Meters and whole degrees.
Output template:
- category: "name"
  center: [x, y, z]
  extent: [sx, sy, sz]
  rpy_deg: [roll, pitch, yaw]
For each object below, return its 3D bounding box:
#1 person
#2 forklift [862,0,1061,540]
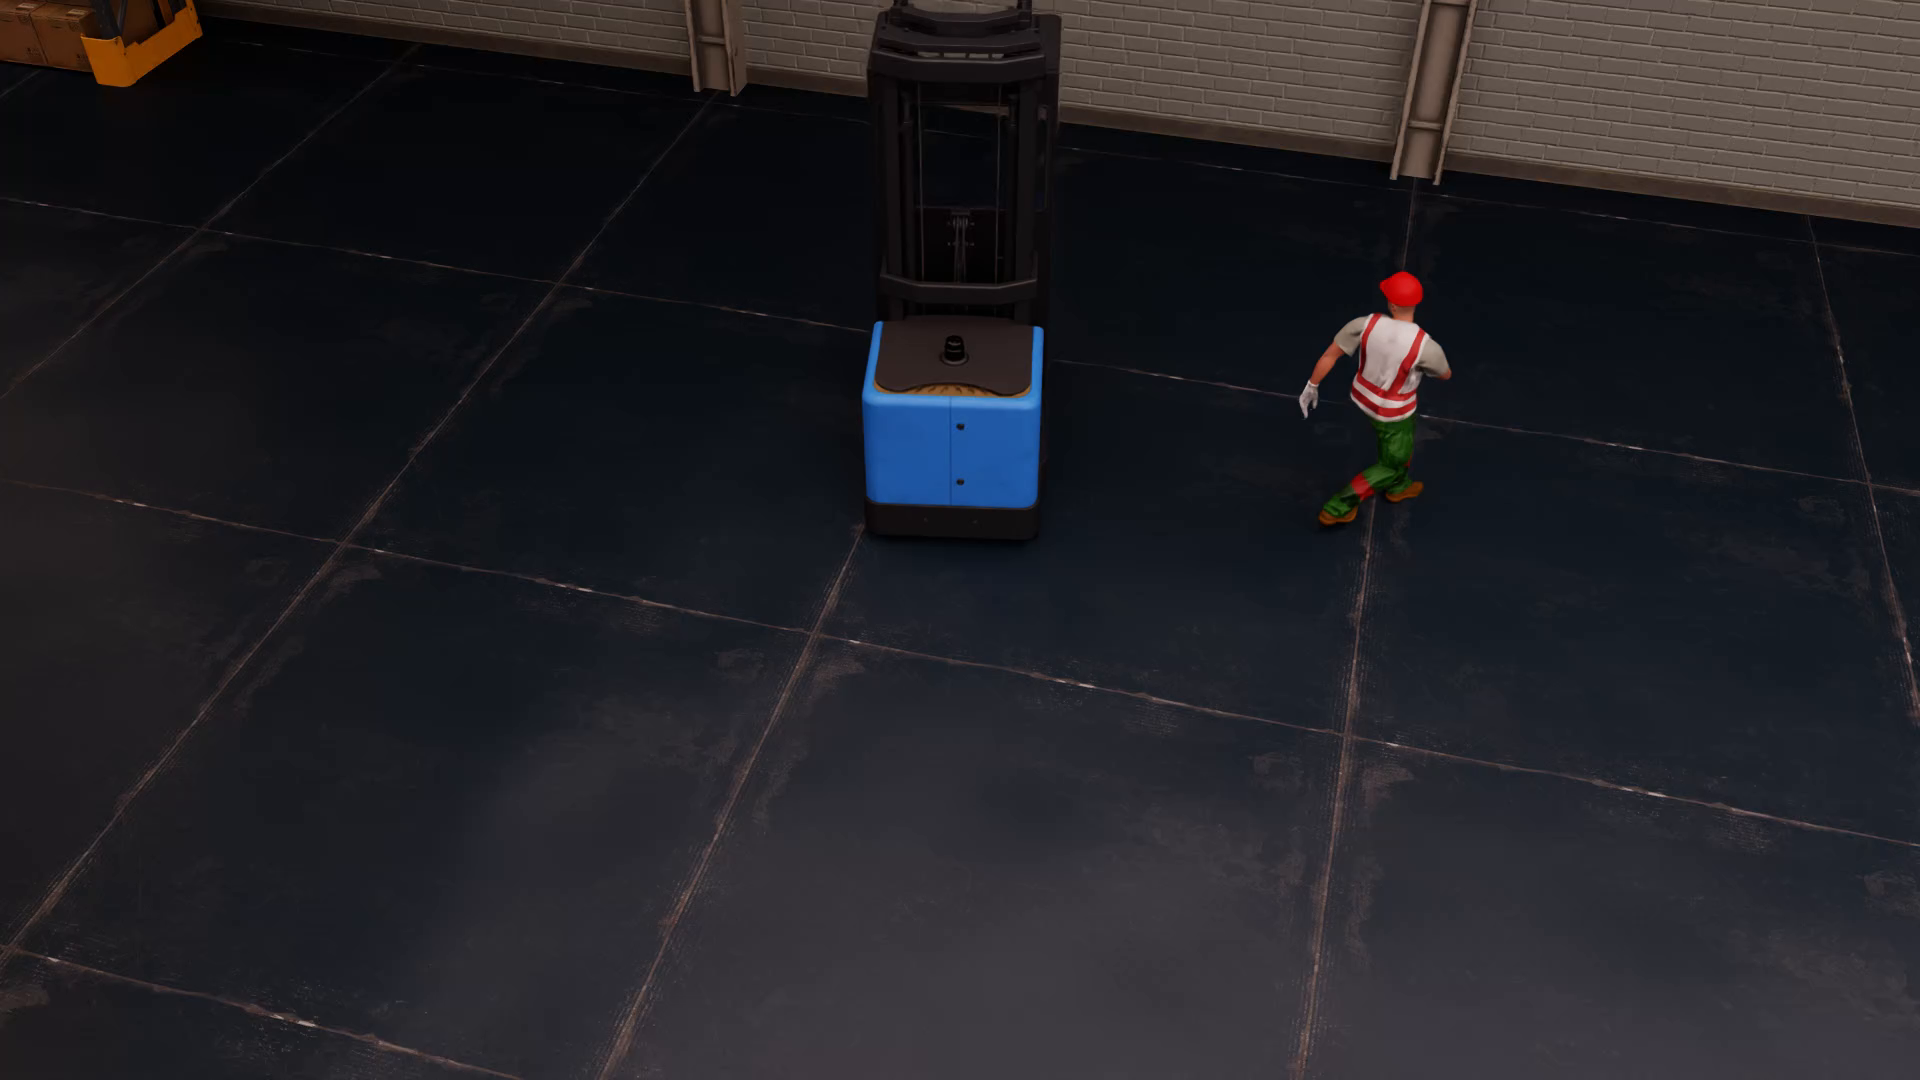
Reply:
- category: "person"
  center: [2.504, -0.825, 9.766]
  extent: [0.936, 1.700, 0.569]
  rpy_deg: [-21, 46, -22]
- category: "forklift"
  center: [0.032, -2.060, 10.211]
  extent: [1.130, 2.935, 3.031]
  rpy_deg: [2, 41, 2]
